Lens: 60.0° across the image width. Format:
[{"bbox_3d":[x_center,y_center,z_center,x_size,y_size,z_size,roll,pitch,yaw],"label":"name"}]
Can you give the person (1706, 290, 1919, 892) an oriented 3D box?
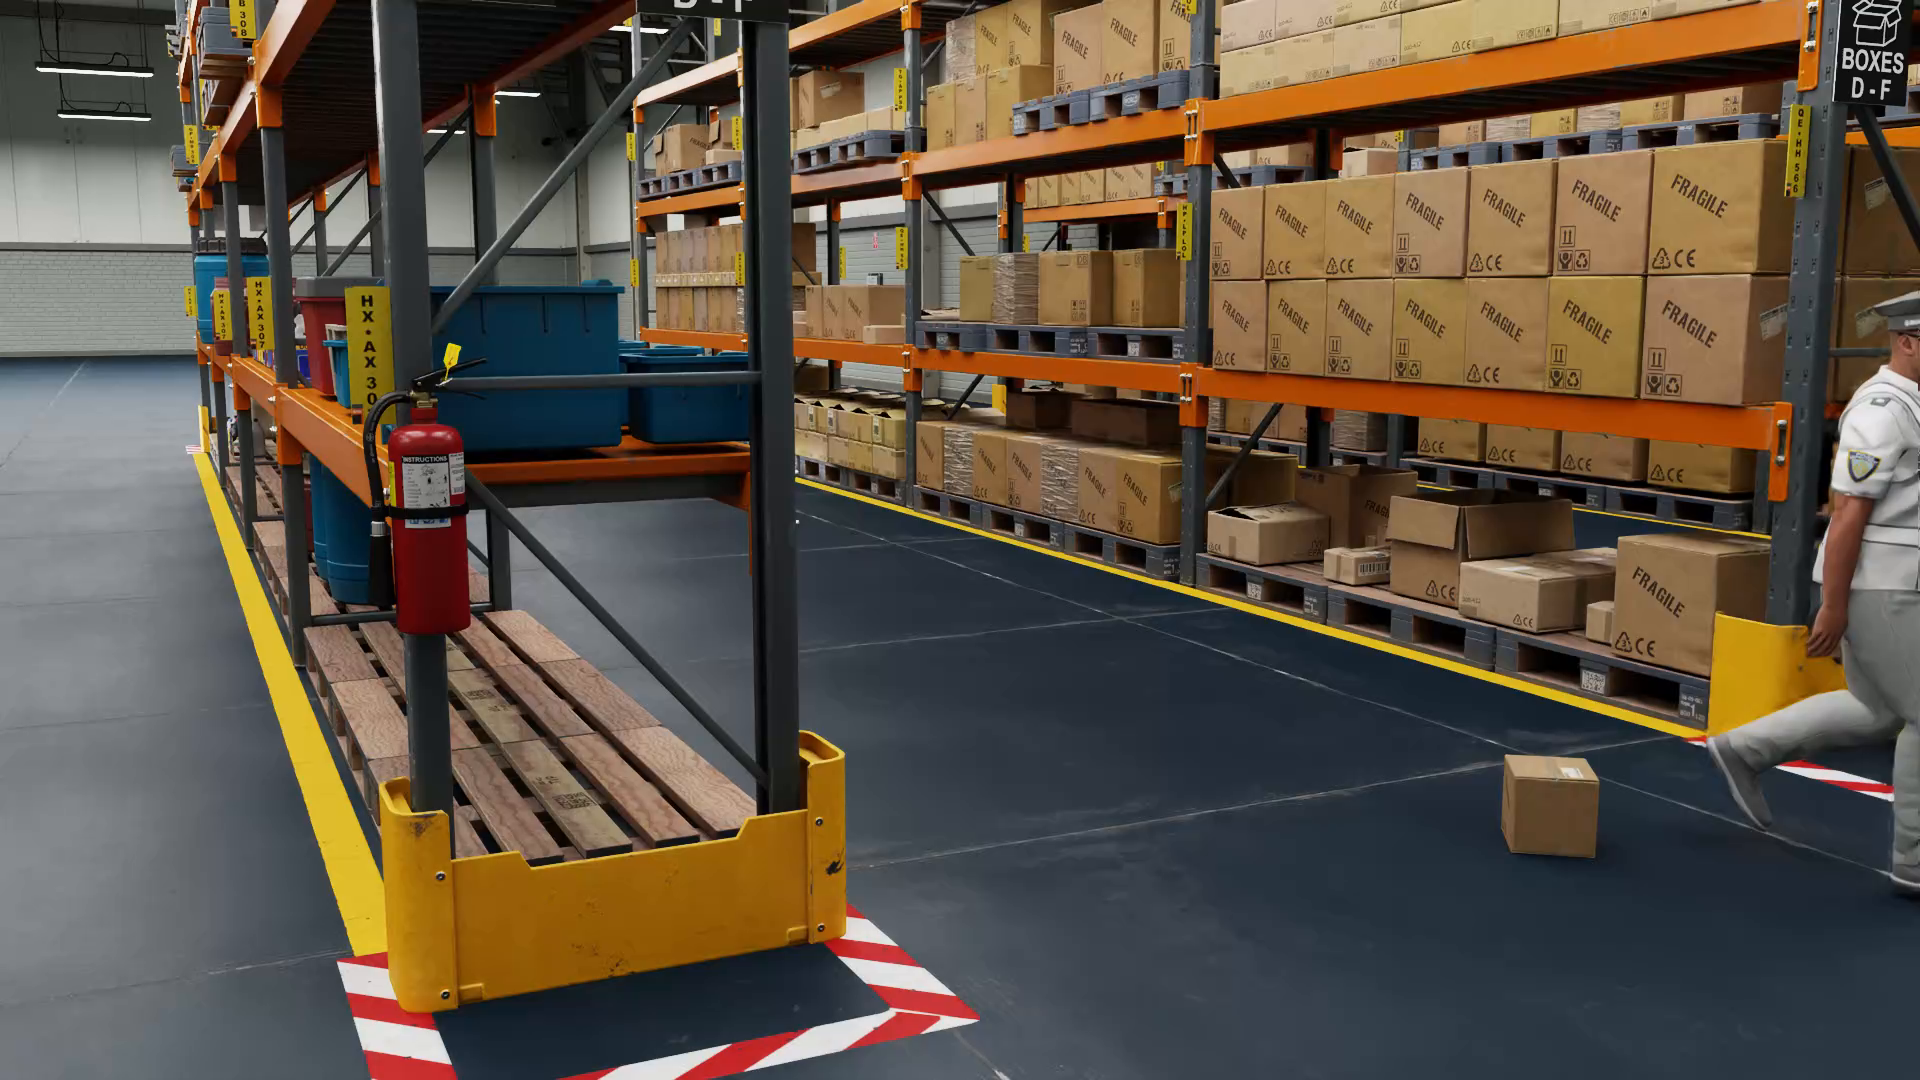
[{"bbox_3d":[2.670,0.130,4.850,0.885,1.708,0.538,7,11,39],"label":"person"}]
